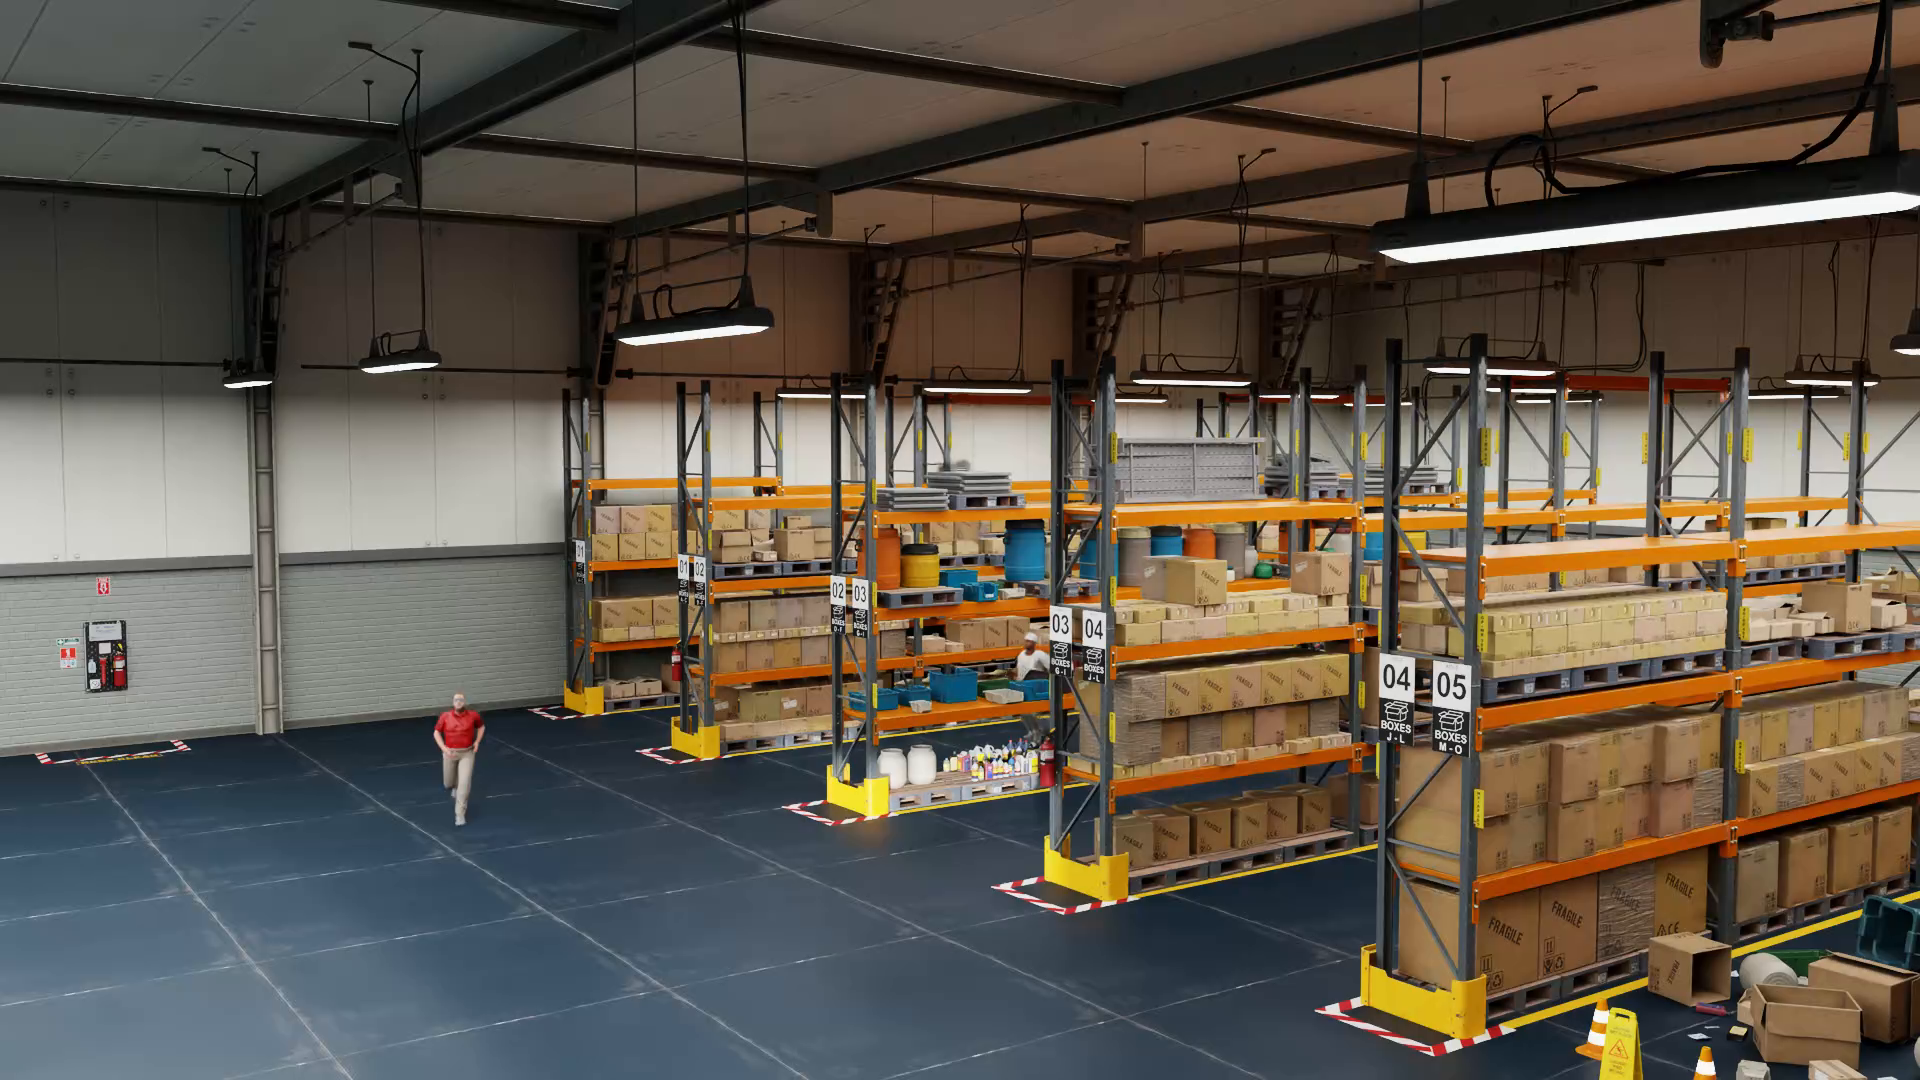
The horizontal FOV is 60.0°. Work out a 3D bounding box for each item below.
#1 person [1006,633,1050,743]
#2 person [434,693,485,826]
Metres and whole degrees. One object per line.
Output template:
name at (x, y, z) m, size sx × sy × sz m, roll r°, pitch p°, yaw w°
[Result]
person at (1.075, 2.369, 26.410) m, size 0.593 × 1.781 × 0.686 m, roll -3°, pitch 5°, yaw -43°
person at (-6.734, 2.907, 22.360) m, size 0.642 × 1.719 × 1.024 m, roll -1°, pitch 4°, yaw -9°
